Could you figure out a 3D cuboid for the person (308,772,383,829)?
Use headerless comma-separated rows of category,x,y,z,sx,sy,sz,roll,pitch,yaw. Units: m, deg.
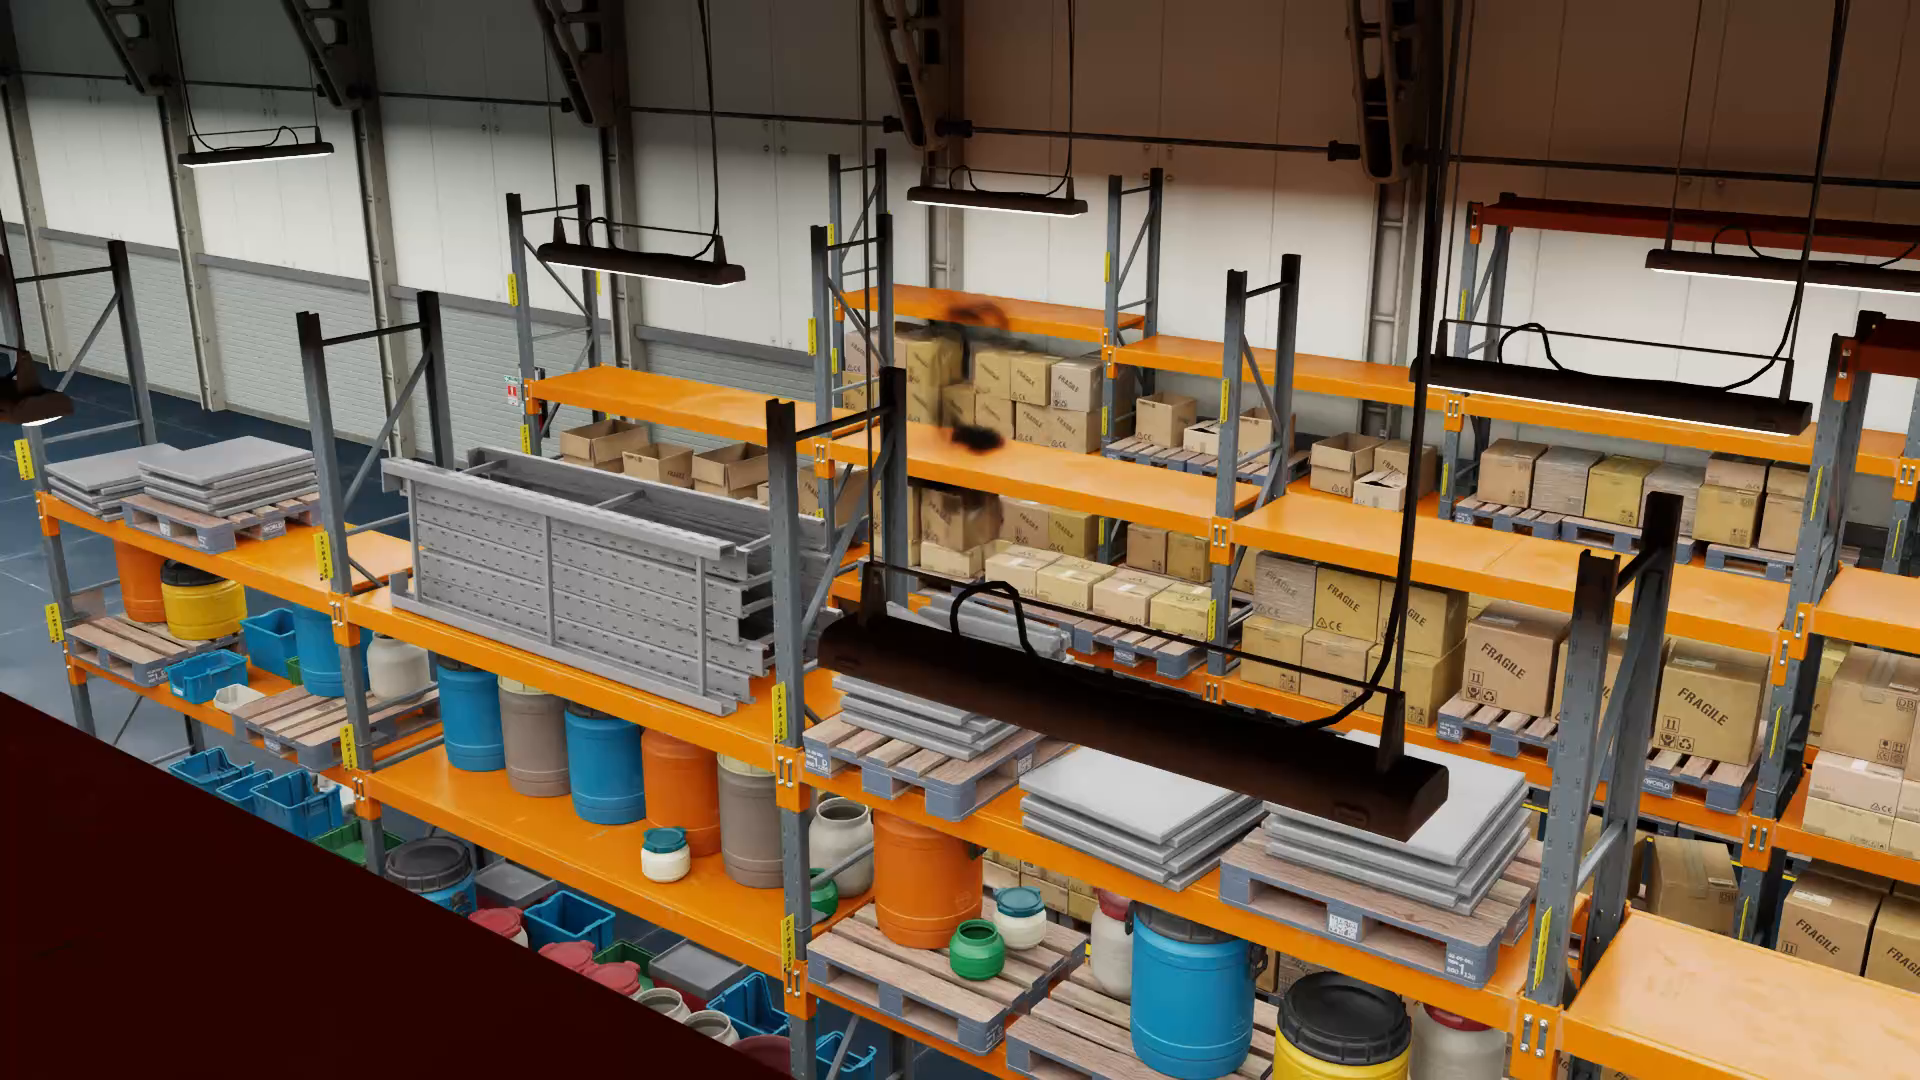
person,-5.691,2.403,15.449,0.756,1.621,0.686,-11,22,-31
